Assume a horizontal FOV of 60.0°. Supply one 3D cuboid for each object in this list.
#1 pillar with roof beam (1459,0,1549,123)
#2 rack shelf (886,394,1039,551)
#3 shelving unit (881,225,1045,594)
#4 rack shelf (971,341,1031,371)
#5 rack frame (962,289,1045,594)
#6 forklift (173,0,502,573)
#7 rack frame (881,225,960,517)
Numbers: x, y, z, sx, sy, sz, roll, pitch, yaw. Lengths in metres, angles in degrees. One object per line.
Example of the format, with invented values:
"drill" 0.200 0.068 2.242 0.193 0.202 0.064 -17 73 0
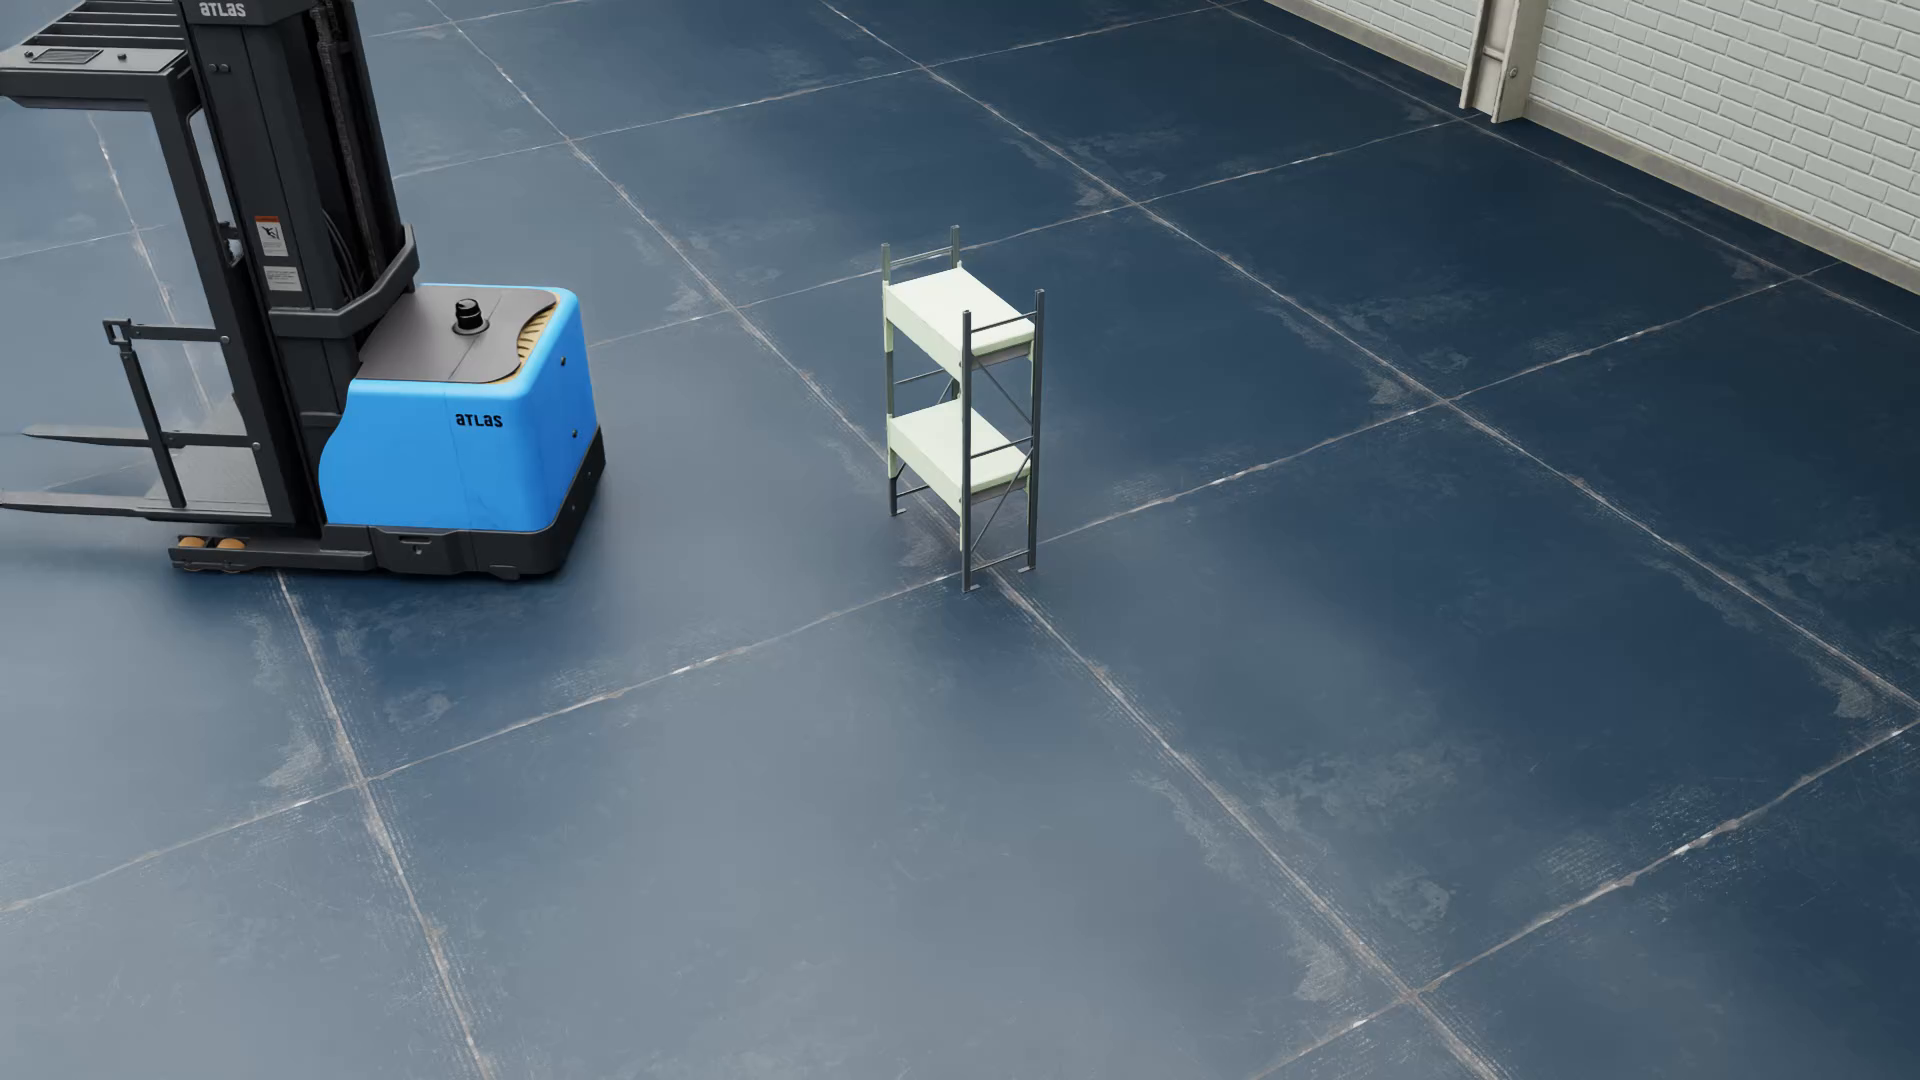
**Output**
"pillar with roof beam" 0.356 -5.649 8.354 9.100 9.000 0.400 -19 40 -24
"rack shelf" -7.375 -7.749 18.343 6.000 0.609 30.141 -19 40 -24
"shelving unit" -7.371 -8.104 18.074 6.000 1.500 30.159 -19 40 -24
"rack shelf" 0.003 -0.975 7.531 0.332 0.071 0.664 -19 40 -24
"rack frame" 0.187 -0.416 7.547 0.400 1.500 0.023 -19 40 -24
"forklift" -12.081 -13.396 18.953 22.583 9.011 32.329 2 36 3
"rack frame" -0.181 -0.789 8.059 0.400 1.500 0.023 -19 40 -24
